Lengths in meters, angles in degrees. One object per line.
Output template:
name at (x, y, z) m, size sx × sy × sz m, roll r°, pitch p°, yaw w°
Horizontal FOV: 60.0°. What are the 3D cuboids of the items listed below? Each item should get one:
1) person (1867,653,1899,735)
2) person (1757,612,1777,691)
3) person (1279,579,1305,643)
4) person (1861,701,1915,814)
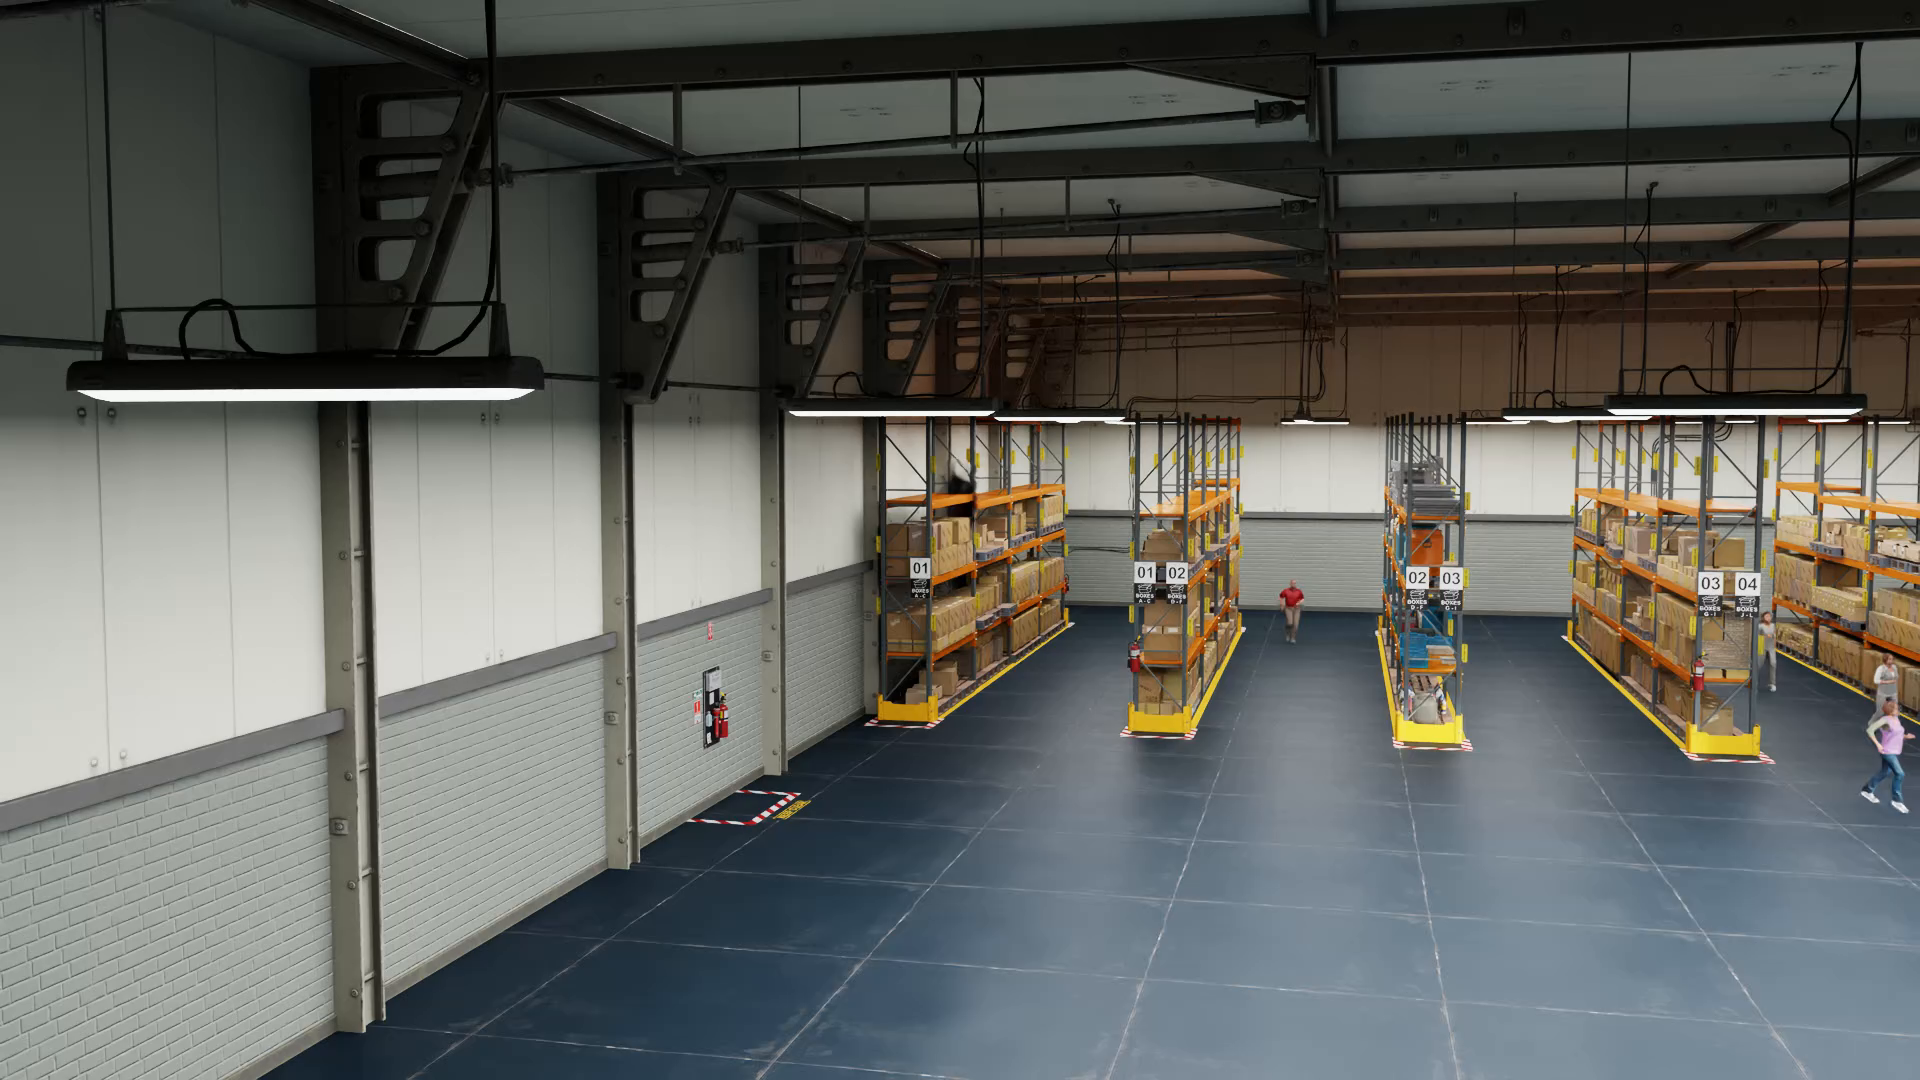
person at (16.880, 2.850, 30.330) m, size 0.558 × 1.607 × 0.837 m, roll 0°, pitch 4°, yaw -4°
person at (17.621, 2.404, 36.395) m, size 0.583 × 1.697 × 0.894 m, roll 0°, pitch 4°, yaw 1°
person at (8.804, 1.890, 44.004) m, size 0.643 × 1.689 × 0.648 m, roll 0°, pitch 4°, yaw -2°
person at (13.904, 3.226, 24.930) m, size 0.513 × 1.641 × 0.742 m, roll -3°, pitch 5°, yaw -42°
